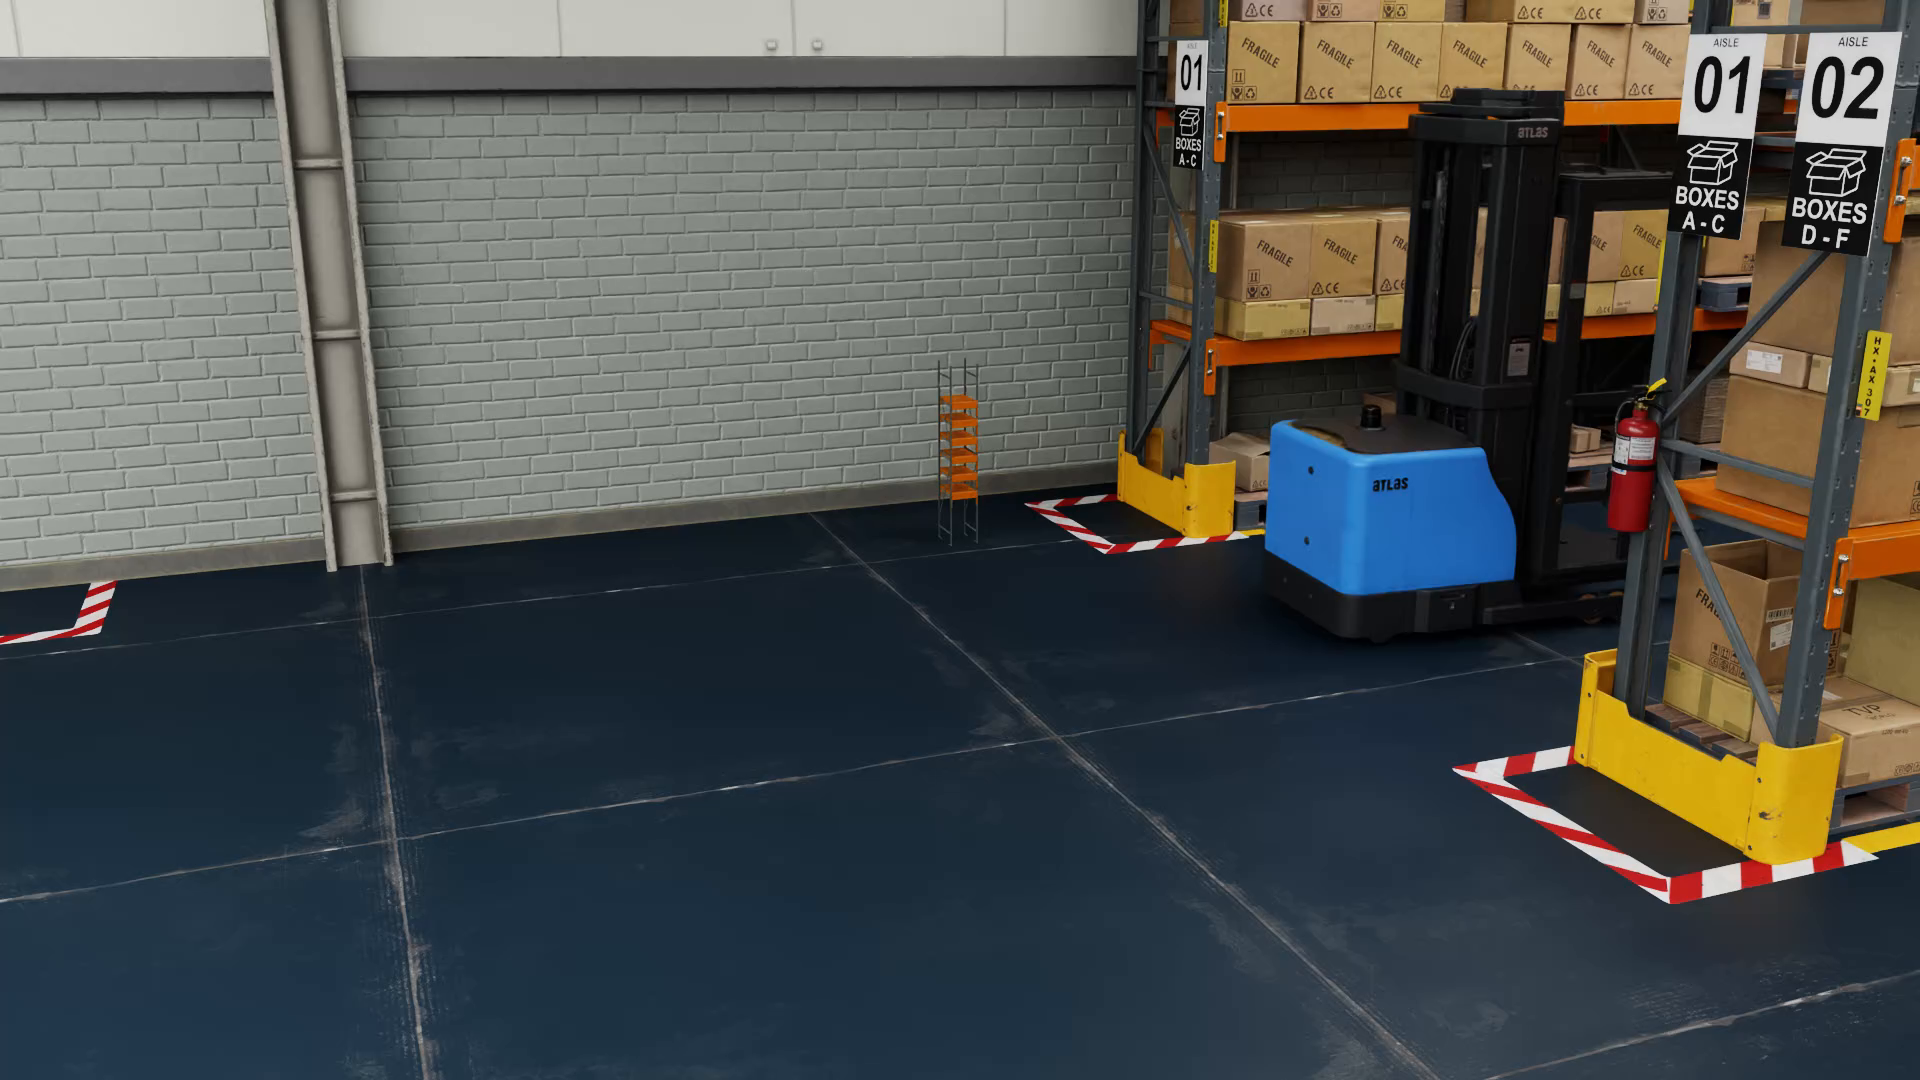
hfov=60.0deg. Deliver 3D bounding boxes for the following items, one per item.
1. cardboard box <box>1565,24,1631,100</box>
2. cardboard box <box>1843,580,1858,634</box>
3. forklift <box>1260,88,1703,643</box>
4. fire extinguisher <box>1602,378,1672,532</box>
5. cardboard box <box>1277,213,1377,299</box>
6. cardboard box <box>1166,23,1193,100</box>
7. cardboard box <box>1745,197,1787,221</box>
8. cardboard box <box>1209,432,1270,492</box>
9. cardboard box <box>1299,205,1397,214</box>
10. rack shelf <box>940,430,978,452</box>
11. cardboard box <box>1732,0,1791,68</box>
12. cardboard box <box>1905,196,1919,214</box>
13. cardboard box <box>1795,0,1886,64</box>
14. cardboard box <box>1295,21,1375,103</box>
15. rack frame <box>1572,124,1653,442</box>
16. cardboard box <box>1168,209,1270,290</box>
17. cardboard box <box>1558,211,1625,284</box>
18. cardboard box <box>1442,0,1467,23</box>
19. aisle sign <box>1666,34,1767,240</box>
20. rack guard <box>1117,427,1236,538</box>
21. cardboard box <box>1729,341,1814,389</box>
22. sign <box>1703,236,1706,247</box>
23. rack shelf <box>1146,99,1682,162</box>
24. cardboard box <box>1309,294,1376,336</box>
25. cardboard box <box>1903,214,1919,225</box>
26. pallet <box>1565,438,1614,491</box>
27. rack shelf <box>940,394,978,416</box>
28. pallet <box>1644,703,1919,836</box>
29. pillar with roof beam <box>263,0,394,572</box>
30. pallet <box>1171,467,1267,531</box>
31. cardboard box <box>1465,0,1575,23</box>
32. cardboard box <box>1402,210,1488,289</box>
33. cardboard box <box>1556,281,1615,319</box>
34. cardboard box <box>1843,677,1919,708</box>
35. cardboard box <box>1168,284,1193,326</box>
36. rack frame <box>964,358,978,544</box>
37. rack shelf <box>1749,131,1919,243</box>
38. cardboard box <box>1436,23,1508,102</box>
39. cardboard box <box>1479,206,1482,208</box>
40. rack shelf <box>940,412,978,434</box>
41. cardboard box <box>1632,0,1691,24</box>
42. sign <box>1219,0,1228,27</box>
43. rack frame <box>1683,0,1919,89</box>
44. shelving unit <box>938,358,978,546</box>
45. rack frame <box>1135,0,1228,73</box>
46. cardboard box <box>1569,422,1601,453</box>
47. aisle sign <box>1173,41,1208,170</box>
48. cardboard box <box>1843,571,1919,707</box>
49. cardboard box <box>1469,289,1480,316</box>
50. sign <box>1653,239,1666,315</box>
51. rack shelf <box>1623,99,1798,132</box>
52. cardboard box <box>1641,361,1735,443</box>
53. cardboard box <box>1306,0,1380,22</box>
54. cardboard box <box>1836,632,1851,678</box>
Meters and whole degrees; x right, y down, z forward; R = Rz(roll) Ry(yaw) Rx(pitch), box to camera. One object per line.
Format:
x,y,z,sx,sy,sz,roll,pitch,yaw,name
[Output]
4.300,-3.344,11.625,0.500,0.500,0.500,-8,18,-25,cardboard box
4.524,0.216,7.842,0.500,0.500,0.500,-6,17,-20,cardboard box
3.359,-1.065,9.523,3.031,2.935,1.130,-5,17,-17,forklift
2.925,-0.378,7.198,0.183,0.674,0.296,-6,17,-20,fire extinguisher
2.444,-1.921,11.217,0.500,0.500,0.500,-6,17,-20,cardboard box
1.724,-3.213,11.179,0.500,0.500,0.500,-5,17,-16,cardboard box
6.172,-2.367,12.876,0.500,0.500,0.700,-4,17,-14,cardboard box
2.103,-0.575,11.723,0.500,0.311,0.500,-8,18,-26,cardboard box
2.744,-2.110,11.859,0.500,0.500,0.500,-7,18,-22,cardboard box
-0.014,-0.647,10.903,0.180,0.103,0.258,-6,17,-20,rack shelf
5.699,-3.734,12.242,0.500,0.500,0.500,-4,17,-12,cardboard box
7.305,-2.492,13.301,0.500,0.500,0.700,-6,17,-20,cardboard box
3.739,-2.119,6.489,0.637,0.503,0.797,-5,17,-16,cardboard box
2.341,-3.117,10.852,0.500,0.500,0.500,-5,17,-16,cardboard box
5.160,-2.011,12.622,0.127,3.000,1.000,-6,17,-20,rack frame
1.789,-2.008,11.514,0.500,0.500,0.500,-6,18,-21,cardboard box
4.365,-2.127,11.919,0.500,0.500,0.500,-6,17,-20,cardboard box
3.180,-3.847,11.563,0.500,0.500,0.500,-6,17,-20,cardboard box
3.035,-1.623,6.686,0.004,0.787,0.394,-6,17,-20,aisle sign
1.496,-0.416,11.627,0.348,0.500,1.175,-6,17,-20,rack guard
3.490,-0.752,7.008,0.250,0.149,0.380,-6,18,-21,cardboard box
5.362,-2.284,12.017,0.005,0.325,0.100,-6,17,-20,sign
3.293,-2.903,11.614,4.000,0.370,1.077,-6,17,-20,rack shelf
2.474,-1.567,11.341,0.500,0.250,0.500,-7,18,-22,cardboard box
4.180,-1.079,6.967,0.500,0.500,0.700,-7,18,-22,cardboard box
4.546,-0.596,12.753,1.213,0.211,1.003,-6,17,-20,pallet
-0.014,-0.877,10.835,0.180,0.103,0.258,-6,17,-20,rack shelf
3.900,0.945,7.505,1.213,0.211,1.003,-6,17,-20,pallet
-2.293,-3.047,5.502,0.400,9.000,9.100,-6,17,-20,pillar with roof beam
2.267,-0.350,11.915,1.213,0.211,1.003,-6,17,-20,pallet
3.798,-3.752,11.240,0.500,0.500,0.500,-7,18,-22,cardboard box
3.406,-2.027,11.576,0.500,0.500,0.500,-6,17,-18,cardboard box
4.358,-1.773,12.043,0.500,0.250,0.500,-6,17,-20,cardboard box
4.247,0.766,7.300,0.500,0.250,0.500,-6,17,-20,cardboard box
1.792,-1.643,11.601,0.500,0.250,0.500,-6,17,-19,cardboard box
0.072,-0.583,10.956,0.006,1.200,0.240,-6,17,-20,rack frame
5.069,-1.600,7.177,4.000,0.370,1.077,-6,17,-20,rack shelf
3.317,-3.230,11.237,0.500,0.500,0.500,-5,17,-17,cardboard box
3.695,-2.216,12.220,0.500,0.500,0.500,-6,17,-19,cardboard box
-0.014,-0.762,10.869,0.180,0.103,0.258,-6,17,-20,rack shelf
4.789,-3.866,11.627,0.500,0.500,0.500,-8,18,-25,cardboard box
1.619,-3.323,10.217,0.005,0.325,0.100,-6,17,-20,sign
3.201,-3.183,5.966,0.127,3.000,1.000,-6,17,-20,rack frame
-0.014,-0.574,10.924,0.189,1.200,0.258,-6,17,-20,shelving unit
1.425,-4.486,10.403,0.127,3.000,1.000,-6,17,-20,rack frame
4.671,-0.801,12.749,0.250,0.166,0.380,-9,18,-27,cardboard box
1.465,-2.769,10.589,0.004,0.787,0.394,-6,17,-20,aisle sign
4.248,0.407,7.193,0.500,0.500,0.500,-6,17,-20,cardboard box
3.425,-1.667,11.682,0.500,0.250,0.500,-6,17,-20,cardboard box
3.020,-1.118,7.106,0.005,0.325,0.100,-6,17,-20,sign
7.028,-3.307,12.987,4.000,0.370,1.077,-6,17,-20,rack shelf
5.842,-1.101,13.180,0.500,0.500,0.700,-6,17,-18,cardboard box
2.358,-3.596,10.710,0.500,0.500,0.500,-6,18,-21,cardboard box
4.059,0.628,7.771,0.500,0.250,0.500,-6,17,-20,cardboard box
